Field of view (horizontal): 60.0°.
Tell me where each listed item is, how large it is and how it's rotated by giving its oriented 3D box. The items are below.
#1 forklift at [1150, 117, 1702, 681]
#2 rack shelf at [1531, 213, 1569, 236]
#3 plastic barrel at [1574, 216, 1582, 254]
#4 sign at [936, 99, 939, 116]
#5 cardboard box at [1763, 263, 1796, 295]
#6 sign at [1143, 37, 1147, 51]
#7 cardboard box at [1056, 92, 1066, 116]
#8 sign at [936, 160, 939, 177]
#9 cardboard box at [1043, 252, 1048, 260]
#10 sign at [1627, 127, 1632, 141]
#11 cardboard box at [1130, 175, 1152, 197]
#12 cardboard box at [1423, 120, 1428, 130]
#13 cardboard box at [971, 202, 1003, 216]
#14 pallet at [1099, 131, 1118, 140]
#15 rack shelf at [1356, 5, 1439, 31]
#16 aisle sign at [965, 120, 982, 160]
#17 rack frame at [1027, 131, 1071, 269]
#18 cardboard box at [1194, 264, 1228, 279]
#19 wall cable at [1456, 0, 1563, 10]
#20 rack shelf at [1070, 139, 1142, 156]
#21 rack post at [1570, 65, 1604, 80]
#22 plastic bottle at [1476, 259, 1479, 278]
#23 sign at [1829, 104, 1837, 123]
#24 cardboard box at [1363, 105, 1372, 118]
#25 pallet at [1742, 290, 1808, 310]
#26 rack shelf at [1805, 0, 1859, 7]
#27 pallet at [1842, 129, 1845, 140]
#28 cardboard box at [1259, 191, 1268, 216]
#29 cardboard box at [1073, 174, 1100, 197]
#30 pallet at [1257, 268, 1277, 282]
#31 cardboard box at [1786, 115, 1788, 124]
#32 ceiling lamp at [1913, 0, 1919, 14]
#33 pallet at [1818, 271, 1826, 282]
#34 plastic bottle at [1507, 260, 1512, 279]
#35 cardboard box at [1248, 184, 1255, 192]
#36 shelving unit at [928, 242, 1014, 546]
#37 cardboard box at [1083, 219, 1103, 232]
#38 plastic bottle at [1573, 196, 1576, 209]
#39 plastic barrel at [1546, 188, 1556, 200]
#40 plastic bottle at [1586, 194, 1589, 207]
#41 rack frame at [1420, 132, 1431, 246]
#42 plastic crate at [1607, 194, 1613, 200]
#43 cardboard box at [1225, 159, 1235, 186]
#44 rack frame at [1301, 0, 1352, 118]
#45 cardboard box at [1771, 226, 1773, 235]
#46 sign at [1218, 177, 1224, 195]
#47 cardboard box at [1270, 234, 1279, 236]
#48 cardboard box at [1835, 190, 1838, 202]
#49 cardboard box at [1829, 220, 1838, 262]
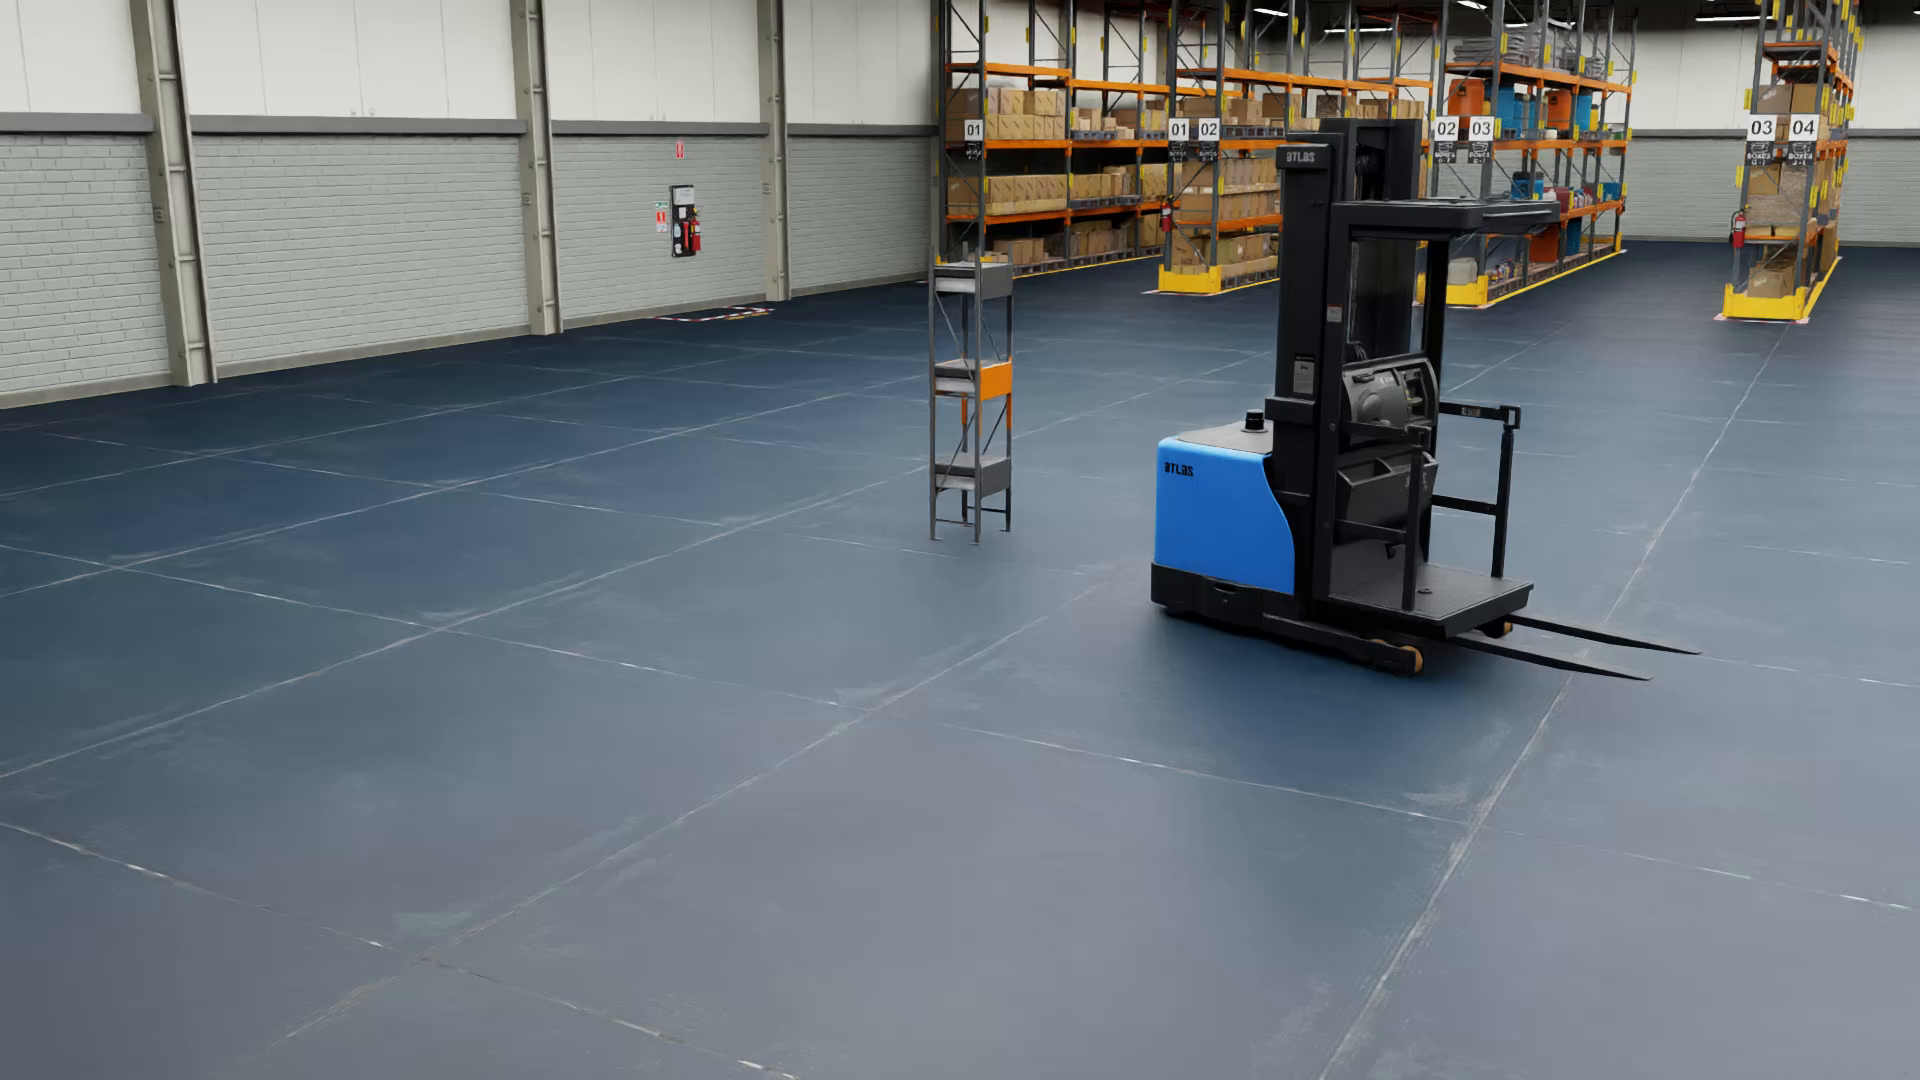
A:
[{"bbox_3d":[2.567,-0.823,9.194,1.130,2.935,3.031,-13,19,-43],"label":"forklift"},{"bbox_3d":[11.615,-6.525,34.233,1.077,0.370,4.000,7,15,28],"label":"rack shelf"},{"bbox_3d":[14.237,-7.180,38.996,0.600,0.901,0.708,7,15,28],"label":"plastic barrel"},{"bbox_3d":[-0.434,-8.722,33.521,0.100,0.325,0.005,7,15,28],"label":"sign"},{"bbox_3d":[14.254,-4.560,28.984,0.500,0.500,0.500,6,15,23],"label":"cardboard box"},{"bbox_3d":[4.389,-11.757,39.438,0.100,0.325,0.005,7,15,28],"label":"sign"},{"bbox_3d":[1.971,-9.456,36.066,0.500,0.500,0.500,6,15,23],"label":"cardboard box"},{"bbox_3d":[-0.434,-7.549,33.803,0.100,0.325,0.005,7,15,28],"label":"sign"},{"bbox_3d":[1.743,-6.310,36.913,0.380,0.166,0.250,5,15,21],"label":"cardboard box"},{"bbox_3d":[16.938,-10.274,42.074,0.100,0.325,0.005,7,15,28],"label":"sign"},{"bbox_3d":[4.368,-8.681,40.750,0.500,0.500,0.500,8,16,30],"label":"cardboard box"},{"bbox_3d":[12.090,-10.982,44.040,0.500,0.250,0.500,7,15,28],"label":"cardboard box"},{"bbox_3d":[0.556,-6.767,33.979,0.500,0.250,0.500,7,15,26],"label":"cardboard box"},{"bbox_3d":[2.866,-9.281,38.132,1.213,0.211,1.003,7,15,28],"label":"pallet"},{"bbox_3d":[11.148,-13.260,42.279,1.077,0.370,4.000,7,15,28],"label":"rack shelf"},{"bbox_3d":[0.270,-7.981,33.191,0.394,0.787,0.004,7,15,28],"label":"aisle sign"},{"bbox_3d":[1.975,-7.587,37.102,1.000,3.000,0.127,7,15,28],"label":"rack frame"},{"bbox_3d":[4.834,-5.158,31.998,0.500,0.250,0.500,7,15,28],"label":"cardboard box"},{"bbox_3d":[15.901,-16.585,47.770,3.097,2.526,0.112,7,15,28],"label":"wall cable"},{"bbox_3d":[2.942,-9.105,38.537,1.077,0.370,4.000,7,15,28],"label":"rack shelf"},{"bbox_3d":[13.648,-10.349,36.827,0.937,0.300,0.954,9,16,34],"label":"rack post"},{"bbox_3d":[10.021,-5.255,32.145,0.144,0.351,0.185,7,15,28],"label":"plastic bottle"},{"bbox_3d":[15.462,-7.553,29.458,0.100,0.325,0.005,7,15,28],"label":"sign"},{"bbox_3d":[9.570,-10.192,40.188,0.600,0.600,0.600,7,15,27],"label":"cardboard box"},{"bbox_3d":[14.101,-4.154,28.815,1.003,0.211,1.213,7,15,28],"label":"pallet"},{"bbox_3d":[17.884,-11.316,34.216,1.077,0.370,4.000,7,15,28],"label":"rack shelf"},{"bbox_3d":[15.874,-7.598,31.148,1.213,0.211,1.003,7,15,28],"label":"pallet"},{"bbox_3d":[5.855,-6.874,33.933,0.700,0.500,0.500,7,15,27],"label":"cardboard box"},{"bbox_3d":[2.819,-8.202,38.503,0.700,0.500,0.500,10,17,36],"label":"cardboard box"},{"bbox_3d":[5.893,-5.512,34.447,1.003,0.211,1.213,7,15,28],"label":"pallet"},{"bbox_3d":[13.505,-6.953,27.544,0.380,0.149,0.250,8,15,29],"label":"cardboard box"},{"bbox_3d":[24.302,-14.382,40.036,2.000,3.185,0.800,7,15,28],"label":"ceiling lamp"},{"bbox_3d":[17.365,-5.521,34.485,1.003,0.211,1.213,7,15,28],"label":"pallet"},{"bbox_3d":[10.496,-5.186,31.858,0.144,0.351,0.185,7,15,25],"label":"plastic bottle"},{"bbox_3d":[5.629,-6.995,33.050,0.380,0.149,0.250,8,16,30],"label":"cardboard box"},{"bbox_3d":[0.080,-1.055,11.928,0.431,2.100,0.503,7,15,28],"label":"shelving unit"},{"bbox_3d":[3.032,-7.401,39.127,0.500,0.250,0.500,7,15,28],"label":"cardboard box"},{"bbox_3d":[13.672,-7.512,37.042,0.061,0.283,0.133,7,15,28],"label":"plastic bottle"},{"bbox_3d":[12.271,-7.104,34.861,0.421,0.512,0.421,0,14,0],"label":"plastic barrel"},{"bbox_3d":[14.536,-7.879,38.562,0.061,0.283,0.133,7,15,28],"label":"plastic bottle"},{"bbox_3d":[12.115,-9.488,44.989,1.000,3.000,0.127,7,15,28],"label":"rack frame"},{"bbox_3d":[16.213,-8.639,41.903,0.396,0.136,0.243,7,15,28],"label":"plastic crate"},{"bbox_3d":[4.892,-7.098,32.096,0.700,0.500,0.500,7,15,27],"label":"cardboard box"},{"bbox_3d":[8.247,-10.763,37.478,1.000,3.000,0.127,7,15,28],"label":"rack frame"},{"bbox_3d":[13.129,-5.093,27.296,0.380,0.149,0.250,7,15,28],"label":"cardboard box"},{"bbox_3d":[4.863,-6.601,30.997,0.100,0.325,0.005,7,15,28],"label":"sign"},{"bbox_3d":[6.994,-6.594,36.759,0.500,0.311,0.500,7,15,27],"label":"cardboard box"},{"bbox_3d":[19.552,-7.784,37.607,0.500,0.250,0.500,7,15,28],"label":"cardboard box"},{"bbox_3d":[18.559,-6.582,36.572,1.225,0.875,0.875,7,15,28],"label":"cardboard box"}]
